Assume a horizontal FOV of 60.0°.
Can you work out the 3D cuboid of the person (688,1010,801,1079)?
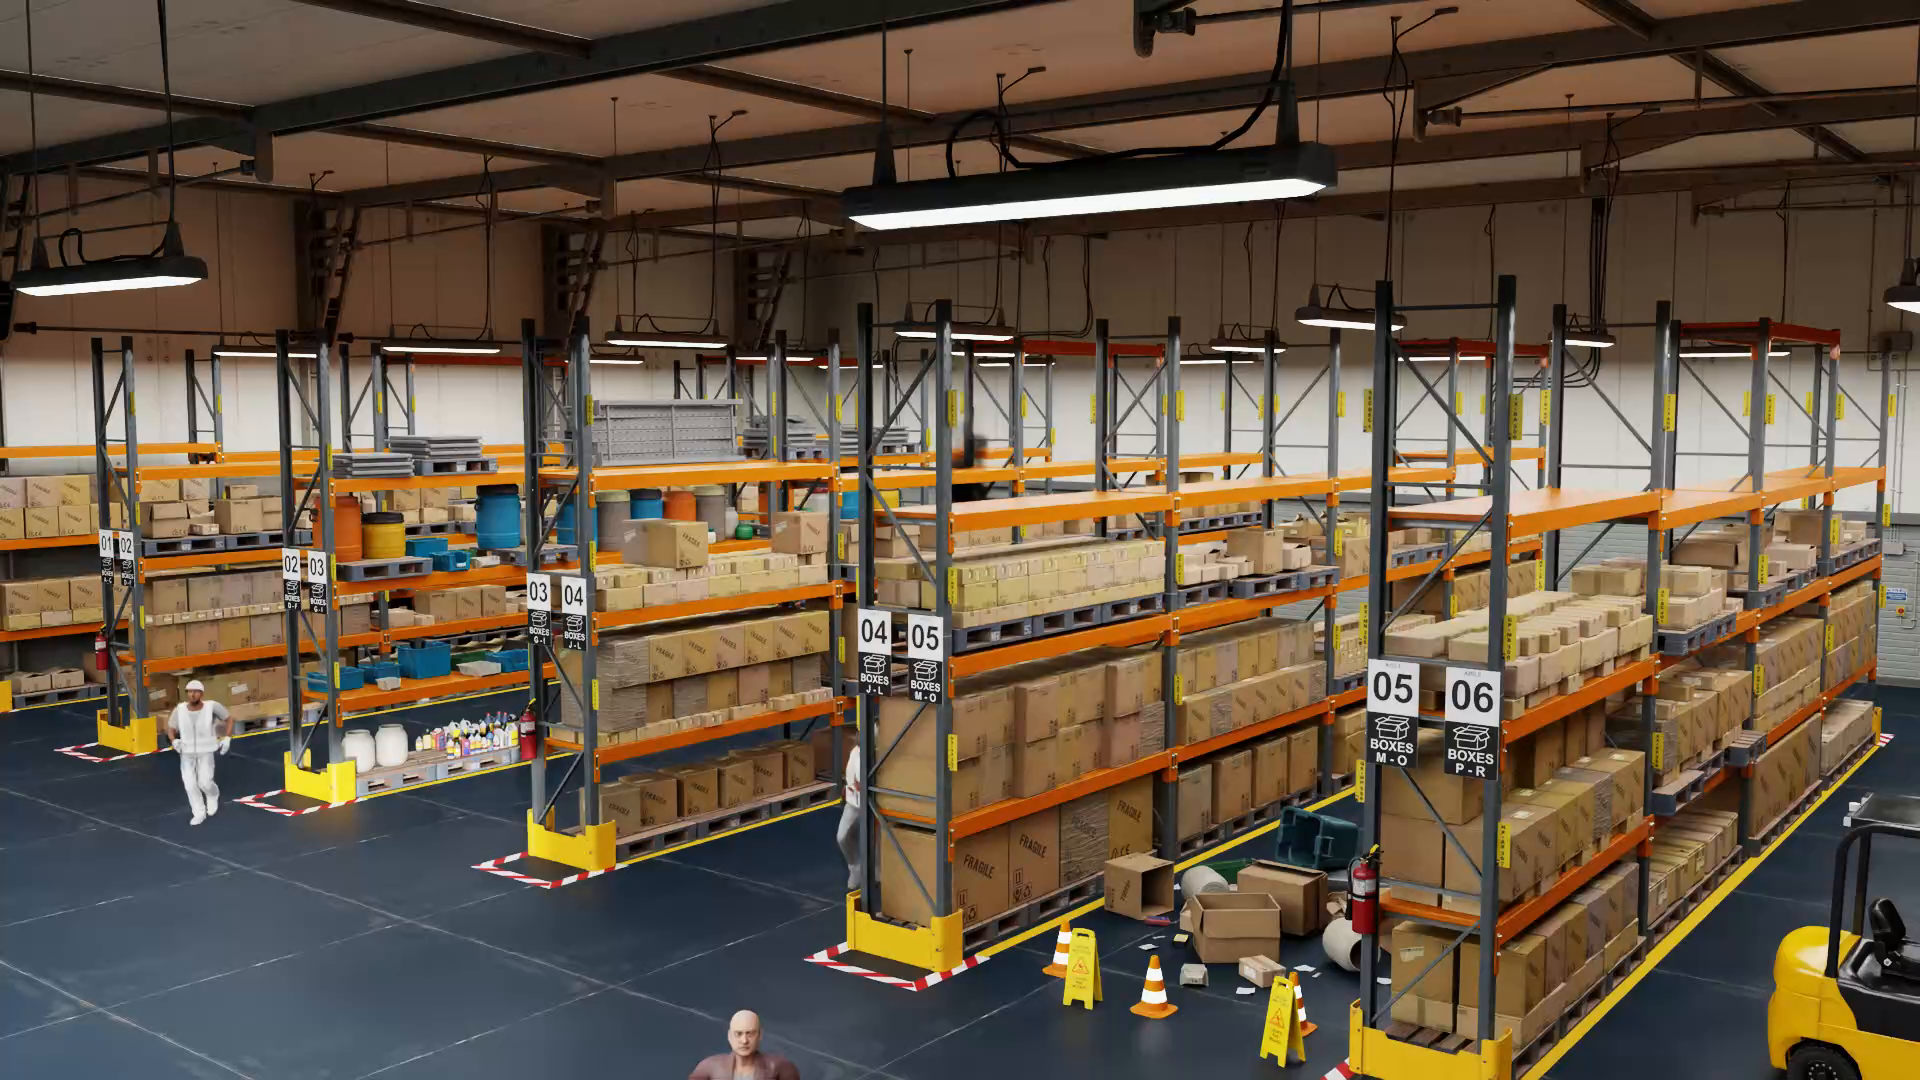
[{"bbox_3d":[-1.204,3.529,9.288,0.720,1.662,0.897,0,5,-6],"label":"person"}]

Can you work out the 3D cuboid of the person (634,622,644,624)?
[{"bbox_3d":[-5.515,1.788,28.807,0.663,1.748,0.780,3,6,28],"label":"person"}]

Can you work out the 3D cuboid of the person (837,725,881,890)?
[{"bbox_3d":[-1.010,2.780,17.362,0.677,1.782,0.710,3,6,32],"label":"person"}]

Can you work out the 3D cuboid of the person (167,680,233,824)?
[{"bbox_3d":[-9.166,2.555,20.037,0.722,1.742,0.613,-1,5,-14],"label":"person"}]
